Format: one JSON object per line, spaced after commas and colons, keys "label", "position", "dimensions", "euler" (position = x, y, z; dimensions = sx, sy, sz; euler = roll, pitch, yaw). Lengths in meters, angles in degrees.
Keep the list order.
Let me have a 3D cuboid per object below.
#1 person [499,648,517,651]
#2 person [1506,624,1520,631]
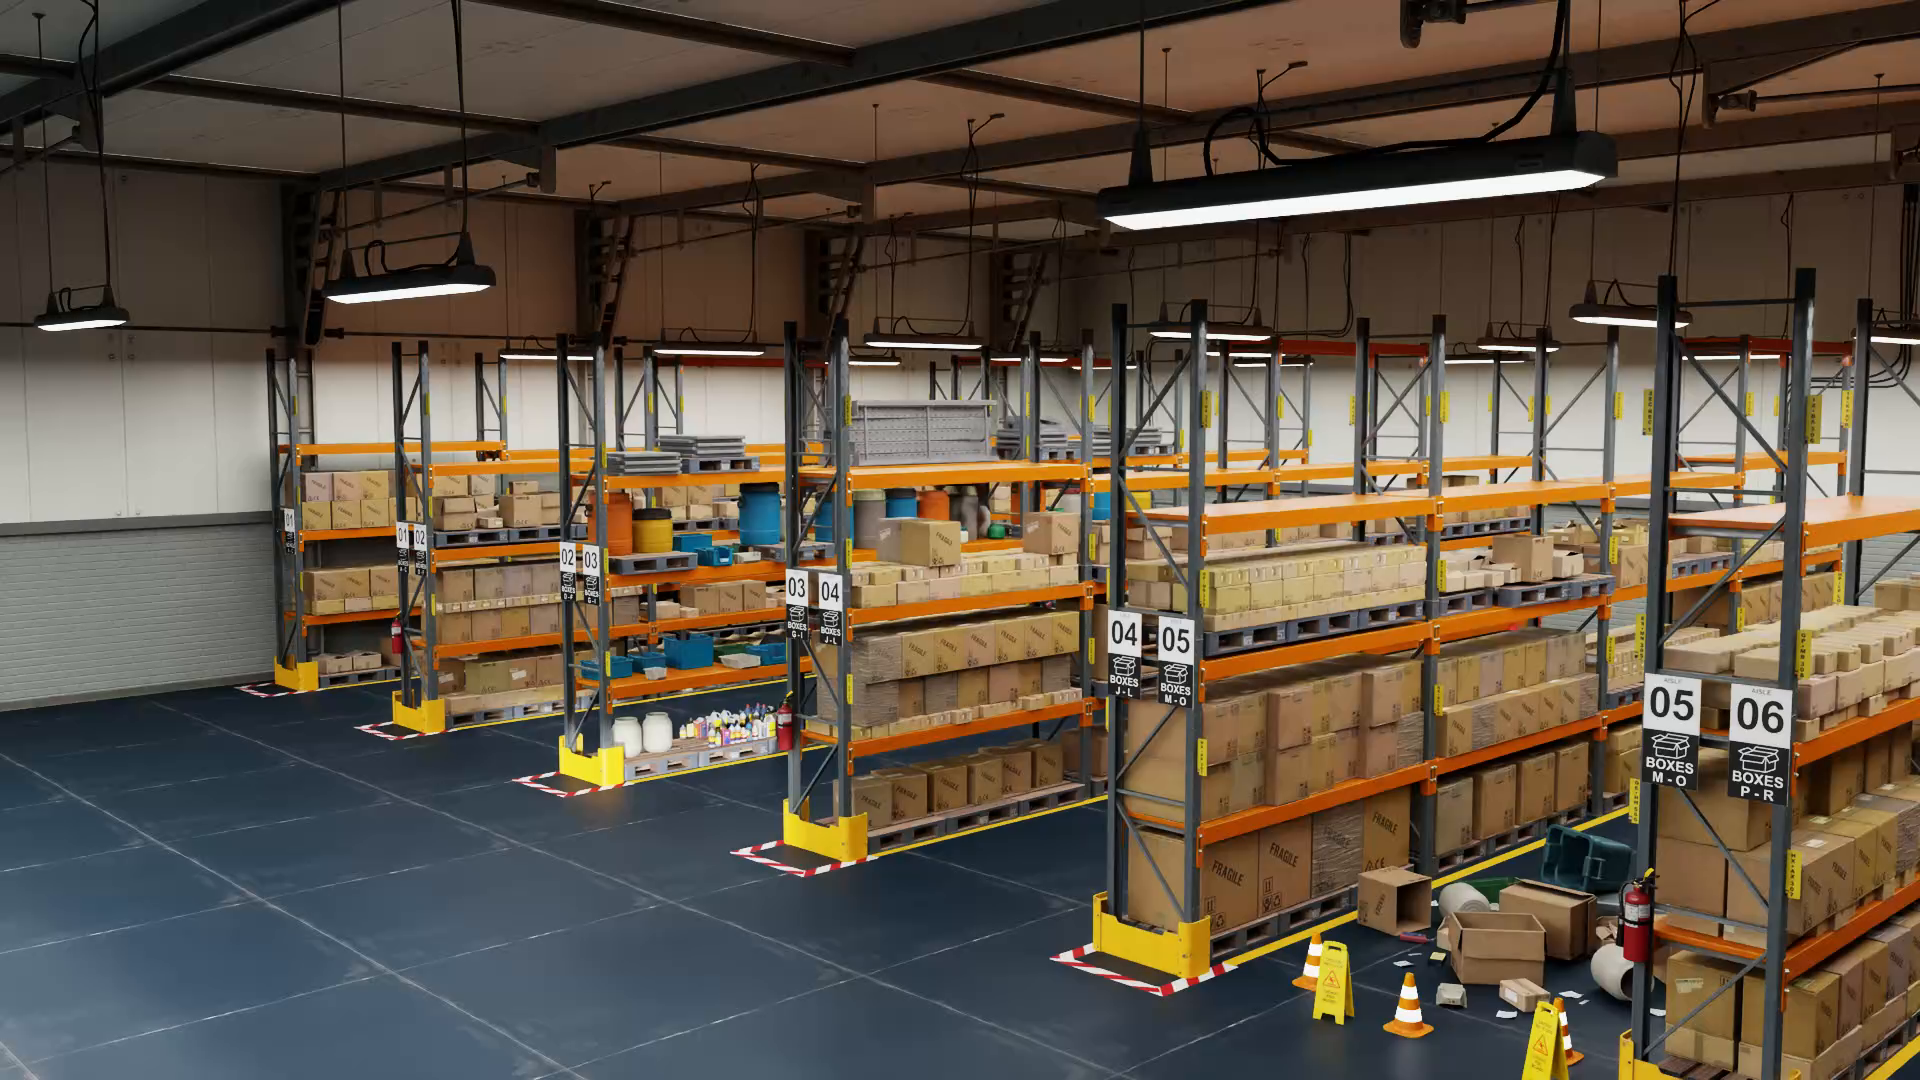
{"label": "person", "position": [-8.164, 1.812, 30.049], "dimensions": [0.571, 1.526, 0.869], "euler": [2, 5, 21]}
{"label": "person", "position": [8.488, 2.110, 25.206], "dimensions": [0.933, 1.733, 0.625], "euler": [-3, 6, -33]}
